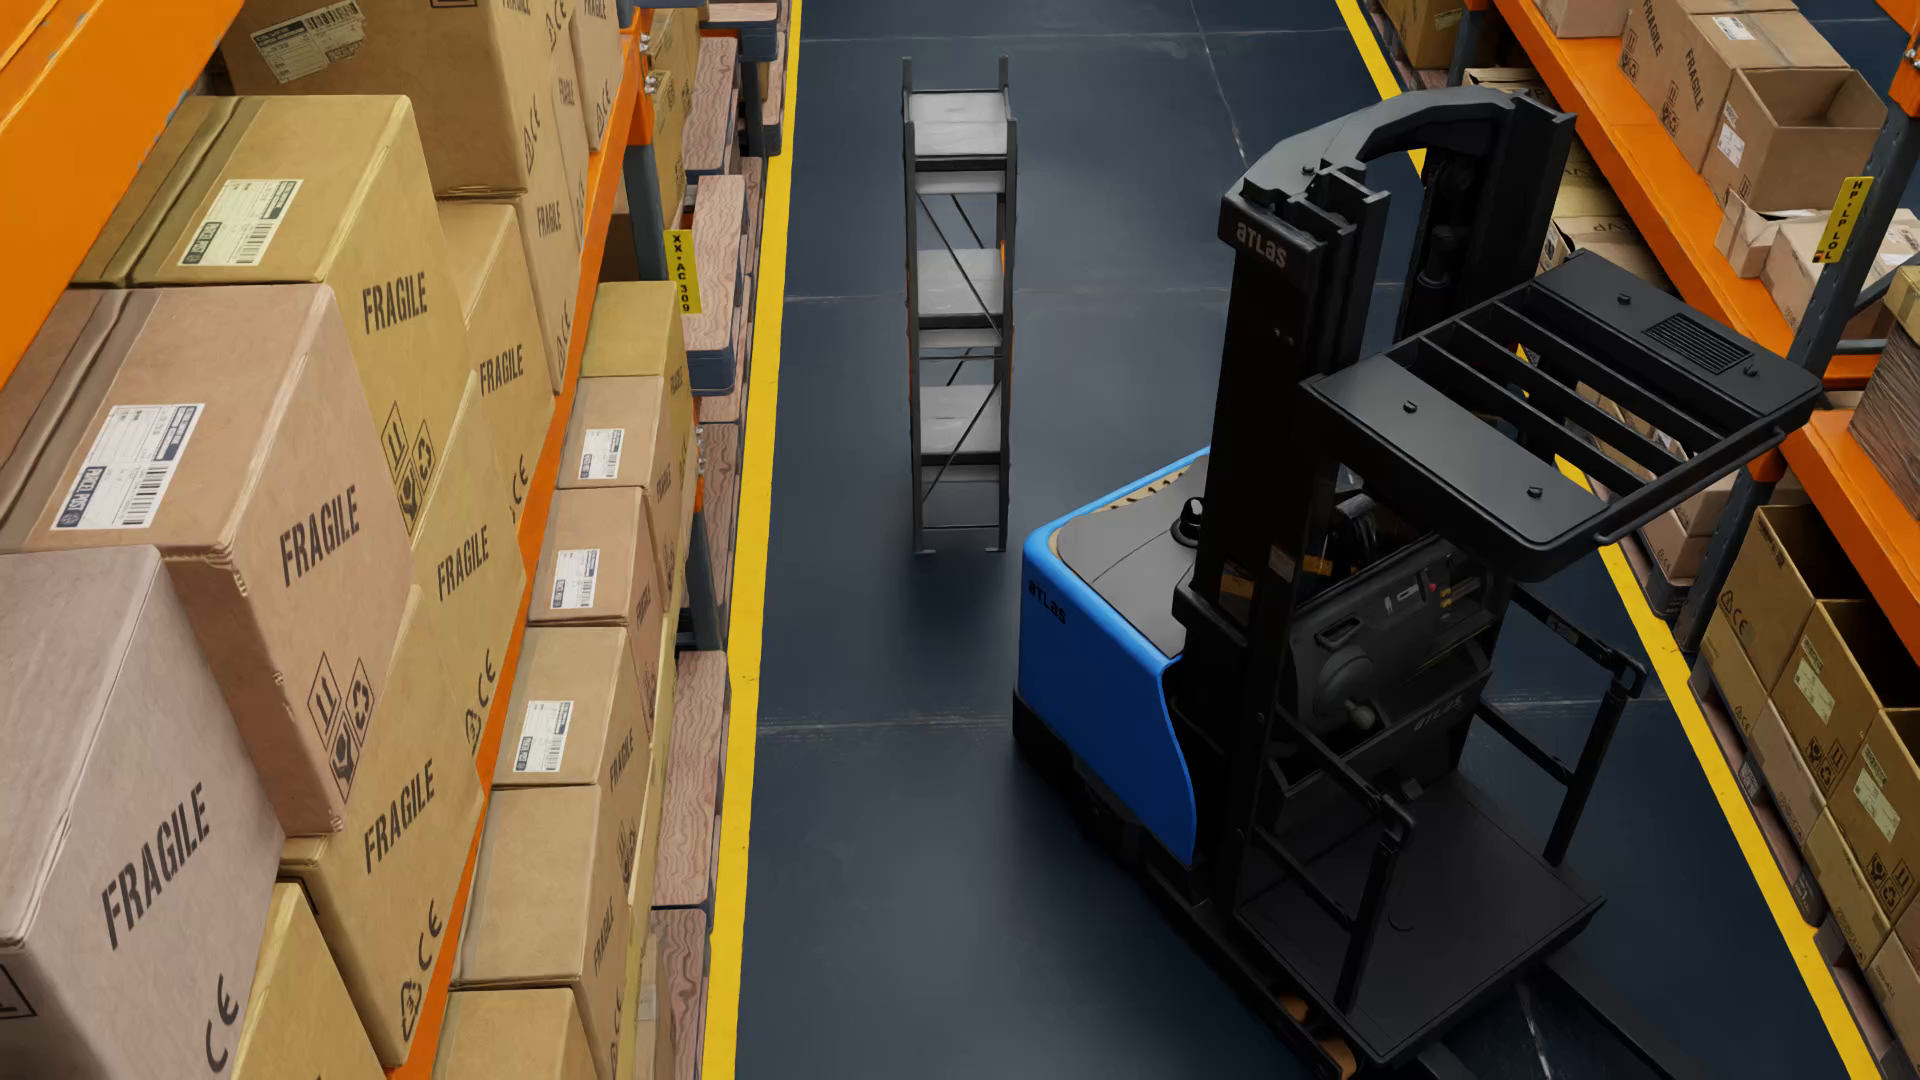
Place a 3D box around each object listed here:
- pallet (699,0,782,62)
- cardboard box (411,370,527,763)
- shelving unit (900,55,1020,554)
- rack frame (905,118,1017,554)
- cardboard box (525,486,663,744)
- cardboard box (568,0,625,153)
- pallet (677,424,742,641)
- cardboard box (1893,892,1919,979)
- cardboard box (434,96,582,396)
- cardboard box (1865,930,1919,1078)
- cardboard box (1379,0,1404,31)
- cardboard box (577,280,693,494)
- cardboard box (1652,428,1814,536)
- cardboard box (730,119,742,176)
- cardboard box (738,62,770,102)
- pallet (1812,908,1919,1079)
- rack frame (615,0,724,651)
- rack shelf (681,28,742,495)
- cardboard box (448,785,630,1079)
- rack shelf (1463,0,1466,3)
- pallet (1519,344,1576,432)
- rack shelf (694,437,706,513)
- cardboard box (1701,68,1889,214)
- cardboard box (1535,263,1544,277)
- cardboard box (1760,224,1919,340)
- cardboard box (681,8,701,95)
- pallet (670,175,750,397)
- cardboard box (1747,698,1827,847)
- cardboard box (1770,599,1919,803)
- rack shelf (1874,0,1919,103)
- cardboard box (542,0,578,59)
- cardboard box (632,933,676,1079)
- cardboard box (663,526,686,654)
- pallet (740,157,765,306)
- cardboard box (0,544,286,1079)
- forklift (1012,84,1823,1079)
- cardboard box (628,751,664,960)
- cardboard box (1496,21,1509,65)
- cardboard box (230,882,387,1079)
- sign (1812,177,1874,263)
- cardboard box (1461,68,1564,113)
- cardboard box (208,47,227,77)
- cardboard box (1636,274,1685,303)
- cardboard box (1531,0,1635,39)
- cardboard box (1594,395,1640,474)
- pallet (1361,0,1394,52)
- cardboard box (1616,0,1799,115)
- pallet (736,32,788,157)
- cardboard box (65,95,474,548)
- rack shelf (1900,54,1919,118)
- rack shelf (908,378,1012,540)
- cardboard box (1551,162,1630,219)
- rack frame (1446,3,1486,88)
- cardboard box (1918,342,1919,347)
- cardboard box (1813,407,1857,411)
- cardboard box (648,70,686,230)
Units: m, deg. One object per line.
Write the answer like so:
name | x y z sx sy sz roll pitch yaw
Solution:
pallet | -1.496 -2.696 8.263 1.213 0.211 1.003 -2 43 -2
cardboard box | -1.071 0.059 2.807 0.500 0.500 0.500 0 43 0
shelving unit | -0.007 -0.886 6.812 0.431 2.100 0.503 -2 43 -2
rack frame | 0.003 -0.721 6.632 0.400 2.100 0.015 -2 43 -2
cardboard box | -1.097 0.214 4.487 0.500 0.500 0.500 -3 43 -3
cardboard box | -1.195 -1.359 4.354 0.500 0.500 0.500 -1 43 -1
pallet | -1.498 -0.042 7.290 1.003 0.211 1.213 -2 43 -2
cardboard box | 3.259 1.228 5.010 0.500 0.500 0.500 -2 43 -2
cardboard box | -1.125 -0.646 3.576 0.500 0.500 0.500 -3 43 -3
cardboard box | 3.262 1.504 5.263 0.500 0.250 0.500 -2 43 -2
cardboard box | 3.020 -3.604 10.636 0.500 0.500 0.500 -3 43 -3
cardboard box | -1.134 -0.463 5.226 0.500 0.500 0.500 -2 43 -2
cardboard box | 3.182 -0.302 6.819 0.500 0.311 0.500 -2 43 -2
cardboard box | -1.550 -2.001 8.887 0.700 0.500 0.500 -1 43 -1
cardboard box | -1.533 -3.108 9.850 0.750 0.750 0.750 -2 43 -2
pallet | 3.533 1.702 5.386 1.003 0.211 1.213 -2 43 -2
rack frame | -1.463 -0.545 5.774 1.000 3.000 0.127 -2 43 -2
rack shelf | -1.548 -1.630 7.490 1.077 0.370 4.000 -2 43 -2
cardboard box | -1.040 0.913 3.724 0.500 0.500 0.500 -3 43 -3
rack shelf | 3.231 -4.475 10.594 1.077 0.370 4.000 -2 43 -2
pallet | 3.361 -0.983 8.316 1.003 0.211 1.213 -2 43 -2
rack shelf | -1.378 1.071 4.544 1.077 0.370 4.000 -2 43 -2
cardboard box | 3.447 -1.601 6.852 0.500 0.500 0.500 1 43 1
cardboard box | 3.117 -1.133 8.139 0.500 0.250 0.500 -1 43 -1
cardboard box | 3.421 -0.965 6.344 0.500 0.250 0.500 1 43 1
cardboard box | -1.528 -2.287 7.275 0.700 0.500 0.500 -2 43 -2
pallet | -1.350 -0.994 6.406 1.003 0.211 1.213 -2 43 -2
cardboard box | 3.219 0.829 5.999 0.500 0.250 0.500 -2 43 -2
cardboard box | 3.222 0.552 5.746 0.500 0.500 0.500 -2 43 -2
rack shelf | 3.401 -2.880 6.634 1.077 0.370 4.000 -2 43 -2
cardboard box | -1.137 -1.361 3.616 0.500 0.500 0.500 0 43 1
cardboard box | -1.238 1.564 4.998 0.700 0.500 0.500 -4 43 -4
cardboard box | -1.127 0.151 5.111 0.500 0.250 0.500 -1 43 -2
pallet | -1.601 -1.689 9.087 1.003 0.211 1.213 -2 43 -2
cardboard box | -1.067 0.370 1.727 0.500 0.500 0.500 -4 43 -5
forklift | 1.462 0.324 4.877 1.130 2.935 3.031 -25 48 -25
cardboard box | -1.068 0.830 4.371 0.500 0.250 0.500 -1 43 -1
cardboard box | 3.554 -3.299 10.303 0.500 0.500 0.500 -3 43 -3
cardboard box | -1.058 0.773 2.028 0.500 0.500 0.500 -1 43 -1
sign | 2.944 -1.065 5.543 0.100 0.325 0.005 -2 43 -2
cardboard box | 3.045 -2.376 9.081 0.500 0.311 0.500 0 43 0
cardboard box | -1.678 -1.002 3.964 0.500 0.500 0.500 0 43 0
cardboard box | 3.135 -0.990 7.569 0.500 0.311 0.500 -2 43 -2
cardboard box | 3.161 -2.747 8.243 0.500 0.311 0.500 -2 43 -2
cardboard box | 3.159 -0.444 7.388 0.500 0.250 0.500 -2 43 -2
pallet | 3.273 -3.688 11.267 1.003 0.211 1.213 -2 43 -2
cardboard box | 3.404 -2.294 7.609 0.500 0.500 0.500 -4 43 -4
pallet | -1.591 -2.751 10.245 1.003 0.211 1.213 -2 43 -2
cardboard box | -1.071 -0.316 2.475 0.500 0.500 0.500 -1 43 -1
rack shelf | 3.571 -0.180 3.688 1.077 0.370 4.000 -2 43 -2
rack shelf | -0.007 -0.360 7.294 0.431 0.518 0.480 -2 43 -2
cardboard box | 3.095 -1.677 8.318 0.500 0.311 0.500 -3 43 -3
rack frame | 3.316 -3.390 8.878 1.000 3.000 0.127 -2 43 -2
cardboard box | 3.315 -0.609 5.290 0.380 0.149 0.250 -1 43 -1
cardboard box | 3.717 -0.323 6.842 0.500 0.311 0.500 -2 43 -2
cardboard box | -1.467 -1.466 6.379 0.700 0.500 0.500 2 43 3
